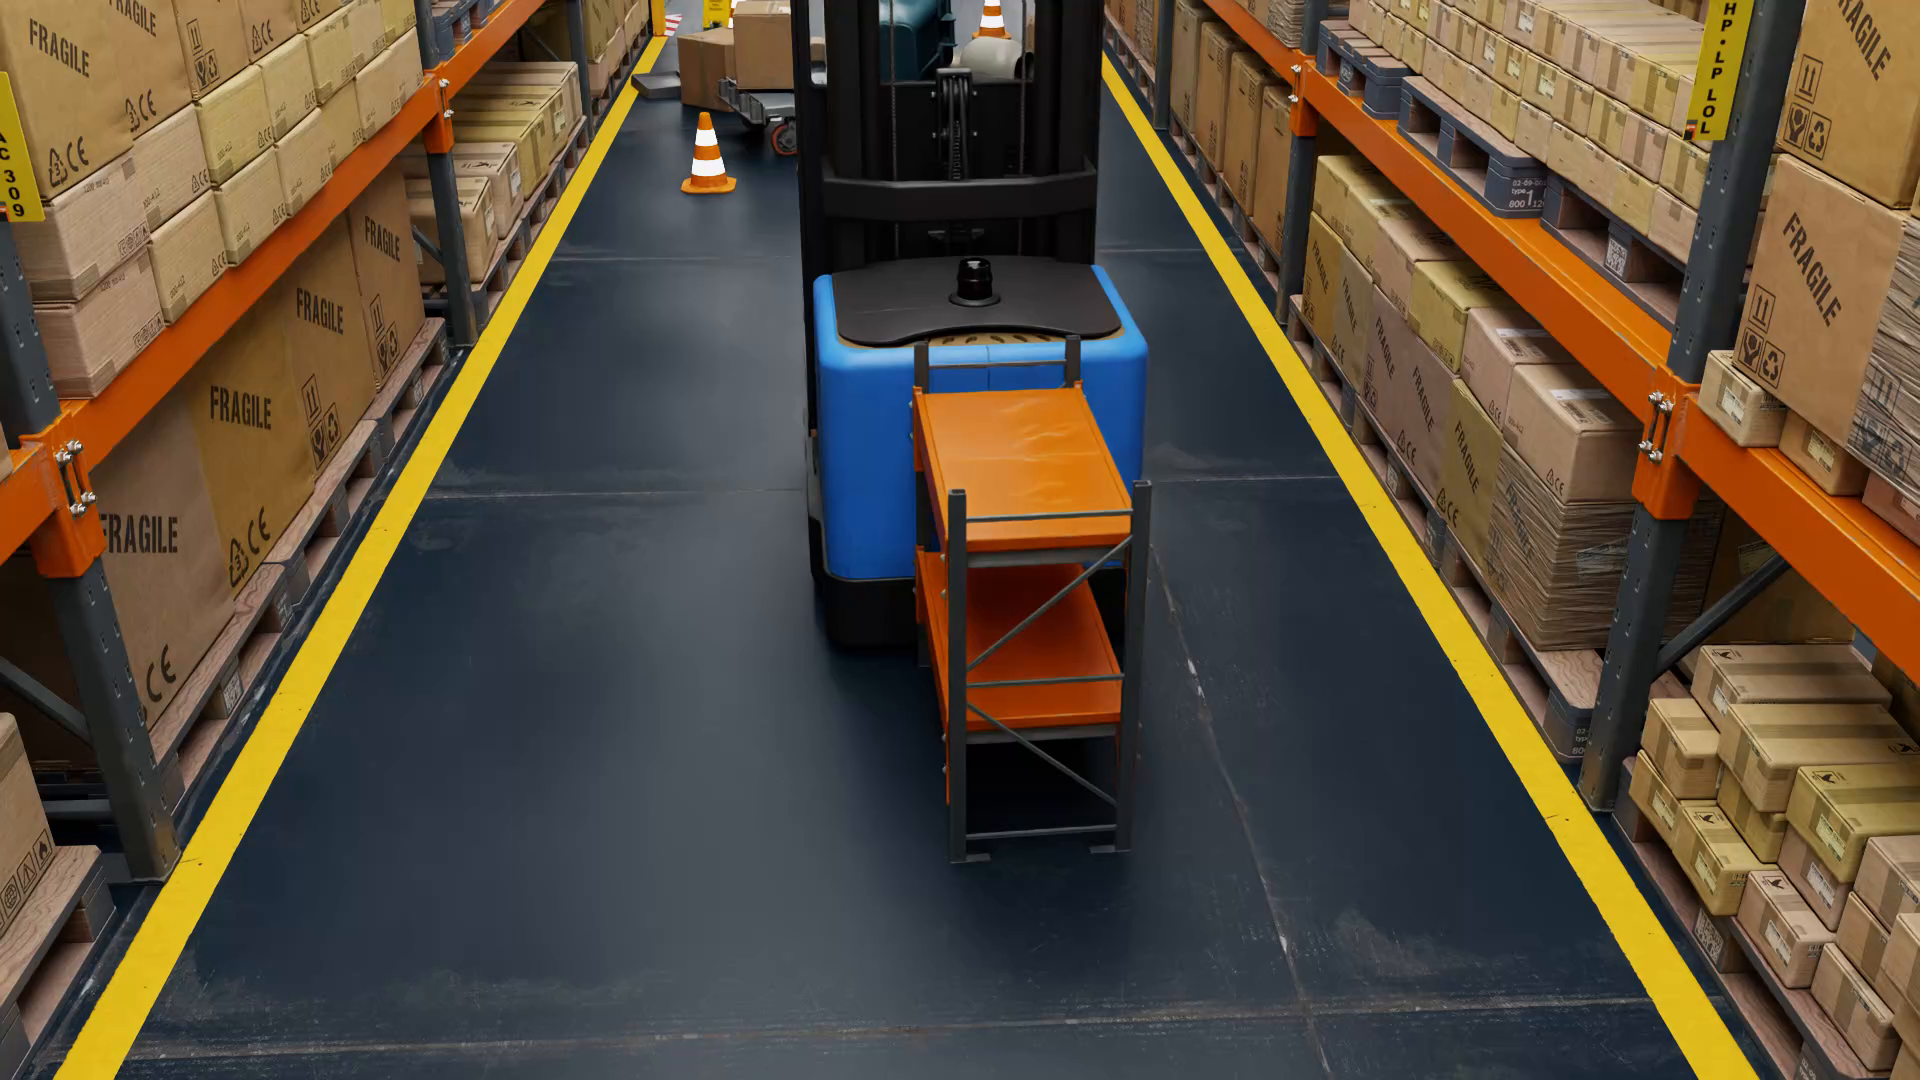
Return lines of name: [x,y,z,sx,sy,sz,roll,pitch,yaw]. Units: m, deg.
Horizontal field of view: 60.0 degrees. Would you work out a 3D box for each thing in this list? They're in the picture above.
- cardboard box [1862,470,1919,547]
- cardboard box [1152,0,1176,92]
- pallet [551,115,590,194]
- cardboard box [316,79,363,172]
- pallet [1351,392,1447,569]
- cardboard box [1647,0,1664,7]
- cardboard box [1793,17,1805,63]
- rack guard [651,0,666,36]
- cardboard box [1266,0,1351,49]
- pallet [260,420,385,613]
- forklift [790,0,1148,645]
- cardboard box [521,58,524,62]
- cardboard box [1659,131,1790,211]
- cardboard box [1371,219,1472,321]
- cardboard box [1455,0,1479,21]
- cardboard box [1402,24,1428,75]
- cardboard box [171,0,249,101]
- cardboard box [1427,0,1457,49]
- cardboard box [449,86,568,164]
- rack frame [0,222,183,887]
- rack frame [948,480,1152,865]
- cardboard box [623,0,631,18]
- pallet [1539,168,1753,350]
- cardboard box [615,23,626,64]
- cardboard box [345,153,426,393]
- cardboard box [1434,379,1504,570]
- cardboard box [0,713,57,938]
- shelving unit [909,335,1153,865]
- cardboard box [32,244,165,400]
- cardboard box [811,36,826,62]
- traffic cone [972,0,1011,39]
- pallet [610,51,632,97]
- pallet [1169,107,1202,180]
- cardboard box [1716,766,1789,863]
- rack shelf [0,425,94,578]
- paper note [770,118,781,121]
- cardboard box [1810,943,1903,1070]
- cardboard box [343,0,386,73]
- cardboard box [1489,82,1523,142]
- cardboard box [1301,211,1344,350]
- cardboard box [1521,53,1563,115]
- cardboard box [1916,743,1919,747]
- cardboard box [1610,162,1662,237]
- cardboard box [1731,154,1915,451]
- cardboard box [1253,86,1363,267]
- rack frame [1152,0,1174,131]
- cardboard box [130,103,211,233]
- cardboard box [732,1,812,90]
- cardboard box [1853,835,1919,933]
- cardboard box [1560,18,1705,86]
cardboard box: [2.143,-0.096,3.462,0.380,0.149,0.250,-3,28,-5]
cardboard box: [1.920,-3.816,12.167,0.875,0.875,0.875,-1,28,-2]
pallet: [-3.013,-2.518,10.849,1.003,0.211,1.213,-1,28,-3]
cardboard box: [-2.508,-1.504,6.053,0.500,0.250,0.500,-2,28,-3]
pallet: [2.192,-0.273,6.546,1.003,0.211,1.213,-1,28,-3]
cardboard box: [2.640,-1.959,5.936,0.380,0.149,0.250,0,28,0]
cardboard box: [2.697,-1.480,5.017,0.380,0.149,0.250,-2,28,-3]
rack guard: [-3.260,-4.818,14.946,1.175,0.500,0.348,-1,28,-3]
cardboard box: [1.800,-2.679,8.034,0.500,0.500,0.500,-1,28,-3]
pallet: [-2.820,-0.102,6.218,1.003,0.211,1.213,-1,28,-3]
forklift: [-0.071,-1.608,6.164,1.130,2.935,3.031,-3,28,-5]
cardboard box: [-3.355,-3.347,11.944,0.500,0.250,0.500,0,28,0]
cardboard box: [2.083,-0.971,4.364,0.380,0.149,0.250,-1,28,-1]
cardboard box: [1.925,-1.056,6.469,0.500,0.250,0.500,-1,28,-2]
cardboard box: [1.993,-1.946,5.912,0.380,0.149,0.250,-1,28,-1]
cardboard box: [1.958,-1.923,6.511,0.380,0.149,0.250,0,28,0]
cardboard box: [-2.451,-1.583,4.852,0.500,0.500,0.500,-2,28,-4]
cardboard box: [1.975,-1.931,6.205,0.380,0.149,0.250,-1,28,-3]
cardboard box: [-2.984,-2.561,10.304,0.950,0.372,0.625,0,28,1]
rack frame: [-2.638,-0.419,3.810,1.000,3.000,0.127,-1,28,-3]
rack frame: [0.221,0.370,4.324,0.500,1.125,0.032,-3,28,-5]
cardboard box: [-2.912,-4.423,13.195,0.500,0.500,0.500,-2,28,-4]
pallet: [2.406,-0.857,4.857,1.003,0.211,1.213,-1,28,-3]
cardboard box: [-2.886,-3.851,12.909,0.500,0.250,0.500,-2,28,-3]
cardboard box: [-2.893,-1.190,7.131,0.875,0.875,0.875,-2,28,-3]
cardboard box: [1.984,-0.236,5.708,0.500,0.500,0.500,-2,28,-4]
cardboard box: [-2.712,0.823,3.745,0.875,0.438,0.875,-2,28,-3]
shelving unit: [0.167,0.136,4.773,0.538,1.125,1.048,-3,28,-5]
cardboard box: [-2.397,-0.562,4.247,0.500,0.250,0.500,-2,28,-4]
cardboard box: [-1.178,-4.141,14.028,0.380,0.149,0.250,13,30,24]
traffic cone: [0.284,-4.723,14.805,0.336,0.463,0.334,-1,28,-3]
pallet: [-3.192,-3.752,13.215,1.003,0.211,1.213,-1,28,-3]
pallet: [1.998,-2.689,11.178,1.003,0.211,1.213,-1,28,-3]
cardboard box: [2.103,0.650,4.067,0.380,0.149,0.250,-1,28,-2]
rack shelf: [-2.533,0.823,2.206,1.077,0.370,4.000,-1,28,-3]
paper note: [-1.379,-3.083,12.129,0.148,0.019,0.142,-1,28,-3]
cardboard box: [2.141,1.021,3.678,0.380,0.149,0.250,-2,28,-4]
cardboard box: [-2.537,-1.968,6.400,0.500,0.250,0.500,-2,28,-4]
cardboard box: [2.011,-1.441,5.586,0.380,0.149,0.250,0,28,0]
cardboard box: [1.874,-1.178,7.514,0.500,0.500,0.500,-3,28,-5]
cardboard box: [2.027,-1.454,5.290,0.380,0.149,0.250,-3,28,-5]
cardboard box: [2.634,0.498,4.358,0.380,0.149,0.250,-1,28,-2]
cardboard box: [2.068,-0.959,4.663,0.380,0.149,0.250,-1,28,-2]
cardboard box: [2.075,-0.527,3.587,0.500,0.500,0.500,-2,28,-4]
cardboard box: [2.150,-1.905,8.637,1.050,0.750,0.750,-2,28,-3]
rack frame: [1.883,-4.280,11.213,1.000,3.000,0.127,-1,28,-3]
cardboard box: [-2.434,-1.025,4.592,0.500,0.250,0.500,-1,28,-2]
cardboard box: [-1.279,-3.398,11.406,0.500,0.500,0.500,-1,28,-3]
cardboard box: [2.166,0.757,3.541,0.380,0.149,0.250,-2,28,-4]
cardboard box: [2.044,-1.469,4.998,0.380,0.149,0.250,-1,28,-3]
